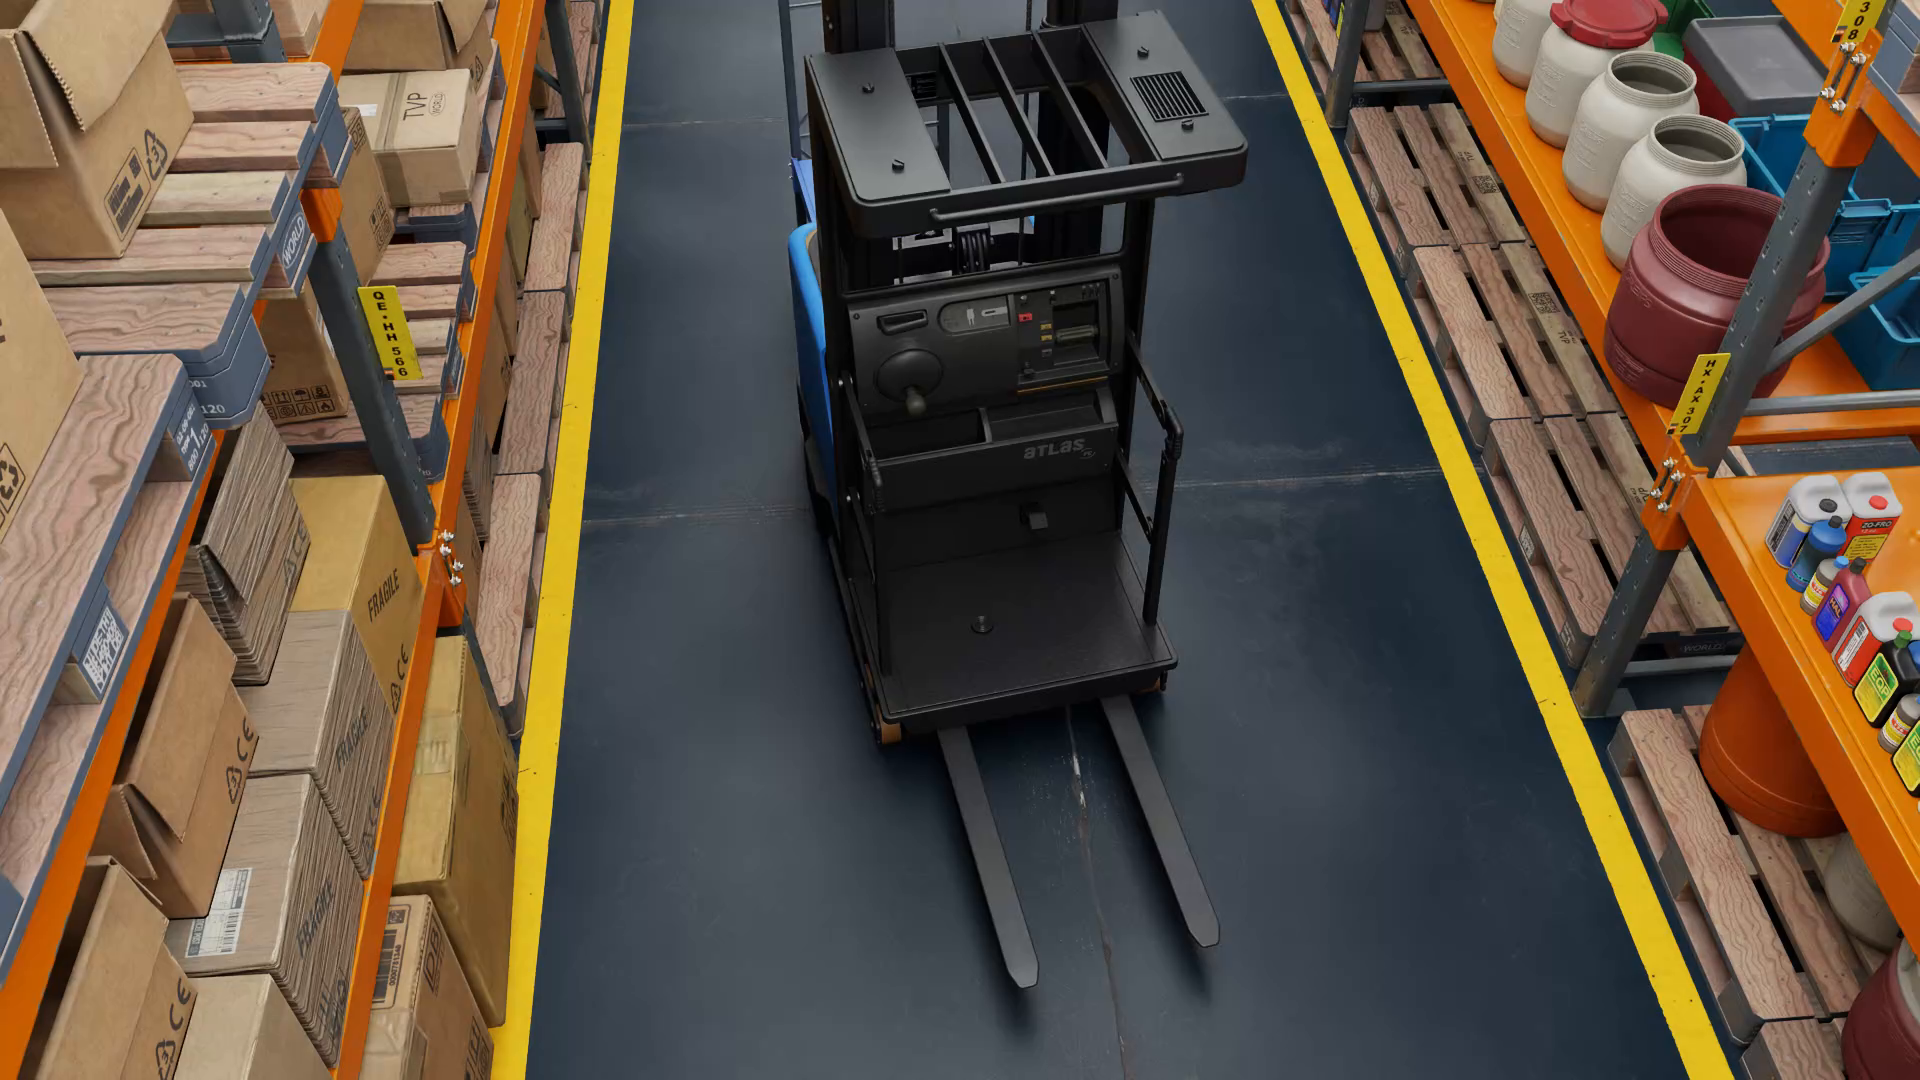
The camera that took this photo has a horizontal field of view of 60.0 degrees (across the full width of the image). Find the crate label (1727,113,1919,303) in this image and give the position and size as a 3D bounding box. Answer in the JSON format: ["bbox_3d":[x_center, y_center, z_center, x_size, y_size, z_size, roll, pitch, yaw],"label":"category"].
[{"bbox_3d":[3.011,-1.177,5.911,0.502,0.435,0.616,-3,47,-3],"label":"crate label"}]

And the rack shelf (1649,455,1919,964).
[{"bbox_3d":[2.992,1.264,4.119,1.077,0.370,4.000,-3,47,-3],"label":"rack shelf"}]

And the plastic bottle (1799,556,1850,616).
[{"bbox_3d":[2.529,0.127,4.837,0.097,0.201,0.097,0,47,0],"label":"plastic bottle"}]

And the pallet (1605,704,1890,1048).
[{"bbox_3d":[2.932,1.097,5.702,1.003,0.211,1.213,-3,47,-3],"label":"pallet"}]

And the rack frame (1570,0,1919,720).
[{"bbox_3d":[2.825,-0.430,5.228,1.000,3.000,0.127,-3,47,-3],"label":"rack frame"}]

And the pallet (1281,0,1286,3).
[{"bbox_3d":[2.370,-3.738,10.282,1.003,0.211,1.213,-3,47,-3],"label":"pallet"}]

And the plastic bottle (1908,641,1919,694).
[{"bbox_3d":[2.621,0.364,4.565,0.097,0.271,0.097,0,47,0],"label":"plastic bottle"}]

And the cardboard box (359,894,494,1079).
[{"bbox_3d":[-2.007,1.603,4.476,1.225,0.875,0.875,-3,47,-3],"label":"cardboard box"}]

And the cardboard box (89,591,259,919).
[{"bbox_3d":[-2.014,0.493,3.594,0.797,0.503,0.637,-3,47,-2],"label":"cardboard box"}]

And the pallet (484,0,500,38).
[{"bbox_3d":[-2.527,-2.395,7.221,1.003,0.211,1.213,-3,47,-3],"label":"pallet"}]

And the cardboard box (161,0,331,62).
[{"bbox_3d":[-1.897,-1.464,4.245,0.500,0.250,0.500,-3,47,-3],"label":"cardboard box"}]

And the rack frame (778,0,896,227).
[{"bbox_3d":[-0.531,-1.873,7.627,0.500,1.500,0.032,-10,47,-9],"label":"rack frame"}]

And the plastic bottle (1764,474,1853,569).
[{"bbox_3d":[2.539,-0.055,4.958,0.152,0.276,0.135,-3,47,-3],"label":"plastic bottle"}]

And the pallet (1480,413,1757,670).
[{"bbox_3d":[2.798,-0.034,6.773,1.003,0.211,1.213,-3,47,-3],"label":"pallet"}]

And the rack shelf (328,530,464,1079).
[{"bbox_3d":[-1.944,1.565,3.833,1.077,0.370,4.000,-3,47,-3],"label":"rack shelf"}]

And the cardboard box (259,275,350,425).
[{"bbox_3d":[-2.196,-0.696,5.122,0.500,0.500,0.500,-9,47,-8],"label":"cardboard box"}]

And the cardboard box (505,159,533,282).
[{"bbox_3d":[-2.395,-1.523,7.682,0.700,0.500,0.500,-4,47,-4],"label":"cardboard box"}]

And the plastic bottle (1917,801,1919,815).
[{"bbox_3d":[2.590,0.631,4.312,0.097,0.271,0.097,0,47,0],"label":"plastic bottle"}]

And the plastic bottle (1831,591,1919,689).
[{"bbox_3d":[2.577,0.280,4.641,0.152,0.276,0.135,-3,47,-3],"label":"plastic bottle"}]

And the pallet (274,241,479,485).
[{"bbox_3d":[-2.277,-0.572,5.495,1.213,0.211,1.003,-3,47,-3],"label":"pallet"}]

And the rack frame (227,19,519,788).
[{"bbox_3d":[-2.111,-0.129,4.943,1.000,3.000,0.127,-3,47,-3],"label":"rack frame"}]

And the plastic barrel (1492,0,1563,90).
[{"bbox_3d":[2.413,-2.134,6.748,0.433,0.535,0.433,0,47,0],"label":"plastic barrel"}]

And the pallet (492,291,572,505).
[{"bbox_3d":[-2.274,-0.616,7.325,1.003,0.211,1.213,-3,47,-3],"label":"pallet"}]

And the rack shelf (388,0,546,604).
[{"bbox_3d":[-2.278,-1.329,6.574,1.077,0.370,4.000,-3,47,-3],"label":"rack shelf"}]

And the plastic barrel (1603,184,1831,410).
[{"bbox_3d":[2.484,-0.794,5.479,0.600,0.536,0.708,-3,47,-3],"label":"plastic barrel"}]

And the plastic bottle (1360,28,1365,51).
[{"bbox_3d":[2.149,-2.757,9.056,0.097,0.201,0.097,0,47,0],"label":"plastic bottle"}]

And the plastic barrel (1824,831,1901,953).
[{"bbox_3d":[3.019,1.037,5.263,0.421,0.512,0.421,0,47,0],"label":"plastic barrel"}]

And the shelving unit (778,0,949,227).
[{"bbox_3d":[-0.410,-1.514,7.288,0.538,1.500,1.048,-10,47,-9],"label":"shelving unit"}]

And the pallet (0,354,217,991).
[{"bbox_3d":[-1.908,0.176,2.718,1.003,0.211,1.213,-2,47,-1],"label":"pallet"}]

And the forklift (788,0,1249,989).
[{"bbox_3d":[0.150,-0.565,5.403,1.130,2.935,3.031,-10,47,-9],"label":"forklift"}]

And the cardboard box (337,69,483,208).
[{"bbox_3d":[-2.022,-1.448,6.006,0.500,0.250,0.500,-5,47,-4],"label":"cardboard box"}]

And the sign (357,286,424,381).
[{"bbox_3d":[-1.558,-0.563,4.556,0.100,0.325,0.005,-3,47,-3],"label":"sign"}]

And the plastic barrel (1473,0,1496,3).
[{"bbox_3d":[2.351,-2.665,7.251,0.433,0.535,0.433,0,47,0],"label":"plastic barrel"}]

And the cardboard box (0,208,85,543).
[{"bbox_3d":[-1.828,-0.283,2.665,0.500,0.500,0.500,-1,47,-1],"label":"cardboard box"}]

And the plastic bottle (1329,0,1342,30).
[{"bbox_3d":[2.149,-3.013,9.195,0.144,0.351,0.185,-5,47,-4],"label":"plastic bottle"}]

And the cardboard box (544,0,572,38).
[{"bbox_3d":[-2.495,-3.014,9.107,0.500,0.500,0.500,10,47,9],"label":"cardboard box"}]

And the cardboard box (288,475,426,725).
[{"bbox_3d":[-1.823,0.179,4.582,0.500,0.500,0.500,-2,47,-2],"label":"cardboard box"}]

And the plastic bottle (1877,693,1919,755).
[{"bbox_3d":[2.571,0.488,4.495,0.097,0.201,0.097,0,47,0],"label":"plastic bottle"}]

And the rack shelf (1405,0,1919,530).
[{"bbox_3d":[2.657,-1.630,6.859,1.077,0.370,4.000,-3,47,-3],"label":"rack shelf"}]

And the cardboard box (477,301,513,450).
[{"bbox_3d":[-2.300,-0.715,6.916,0.700,0.500,0.500,0,47,0],"label":"cardboard box"}]

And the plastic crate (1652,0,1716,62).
[{"bbox_3d":[2.917,-2.008,6.869,0.450,0.188,0.662,-3,47,-3],"label":"plastic crate"}]

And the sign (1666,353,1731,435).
[{"bbox_3d":[2.277,-0.448,5.132,0.100,0.325,0.005,-3,47,-3],"label":"sign"}]

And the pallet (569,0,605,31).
[{"bbox_3d":[-2.643,-3.433,9.992,1.003,0.211,1.213,-3,47,-3],"label":"pallet"}]

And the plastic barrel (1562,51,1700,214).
[{"bbox_3d":[2.490,-1.505,6.168,0.421,0.512,0.421,0,47,0],"label":"plastic barrel"}]

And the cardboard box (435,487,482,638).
[{"bbox_3d":[-2.187,0.096,6.148,0.700,0.500,0.500,-6,47,-5],"label":"cardboard box"}]

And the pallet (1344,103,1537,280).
[{"bbox_3d":[2.594,-1.799,8.445,1.003,0.211,1.213,-3,47,-3],"label":"pallet"}]

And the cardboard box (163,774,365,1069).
[{"bbox_3d":[-1.740,0.915,3.885,0.500,0.500,0.500,-5,47,-5],"label":"cardboard box"}]
